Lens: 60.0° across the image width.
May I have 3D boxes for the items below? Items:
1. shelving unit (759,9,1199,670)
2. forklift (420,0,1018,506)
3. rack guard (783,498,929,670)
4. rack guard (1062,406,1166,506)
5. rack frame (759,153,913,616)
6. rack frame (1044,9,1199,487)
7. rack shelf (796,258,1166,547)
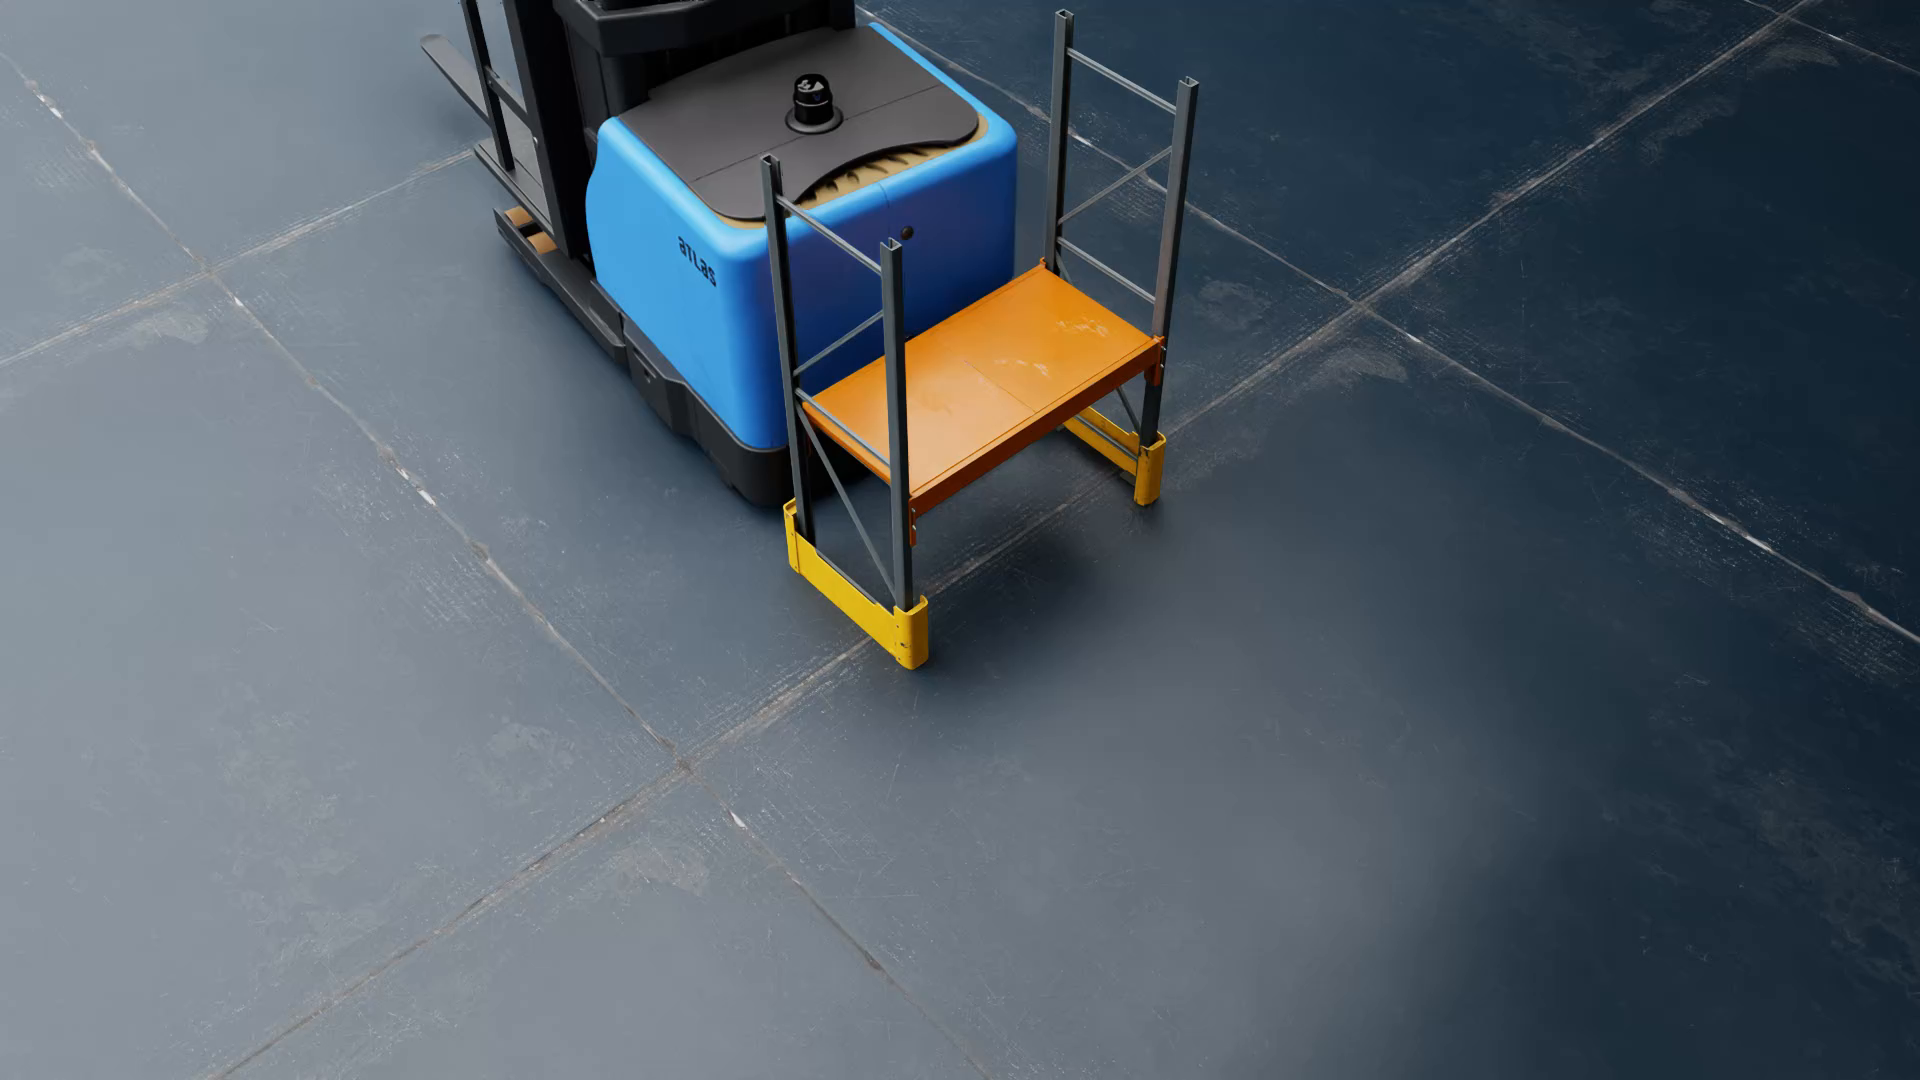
[{"bbox_3d":[0.056,-0.546,4.734,1.083,1.500,0.587,-34,56,-27],"label":"shelving unit"},{"bbox_3d":[-1.076,-2.150,5.239,1.130,2.935,3.031,-28,53,-23],"label":"forklift"},{"bbox_3d":[-0.312,0.124,4.966,0.087,0.250,0.587,-34,56,-27],"label":"rack guard"},{"bbox_3d":[0.425,-0.369,5.420,0.087,0.250,0.587,-34,56,-27],"label":"rack guard"},{"bbox_3d":[-0.313,-0.299,4.506,0.032,1.500,0.500,-34,56,-27],"label":"rack frame"},{"bbox_3d":[0.439,-0.802,4.970,0.032,1.500,0.500,-34,56,-27],"label":"rack frame"},{"bbox_3d":[0.063,-0.429,4.870,1.000,0.185,0.538,-34,56,-27],"label":"rack shelf"}]
